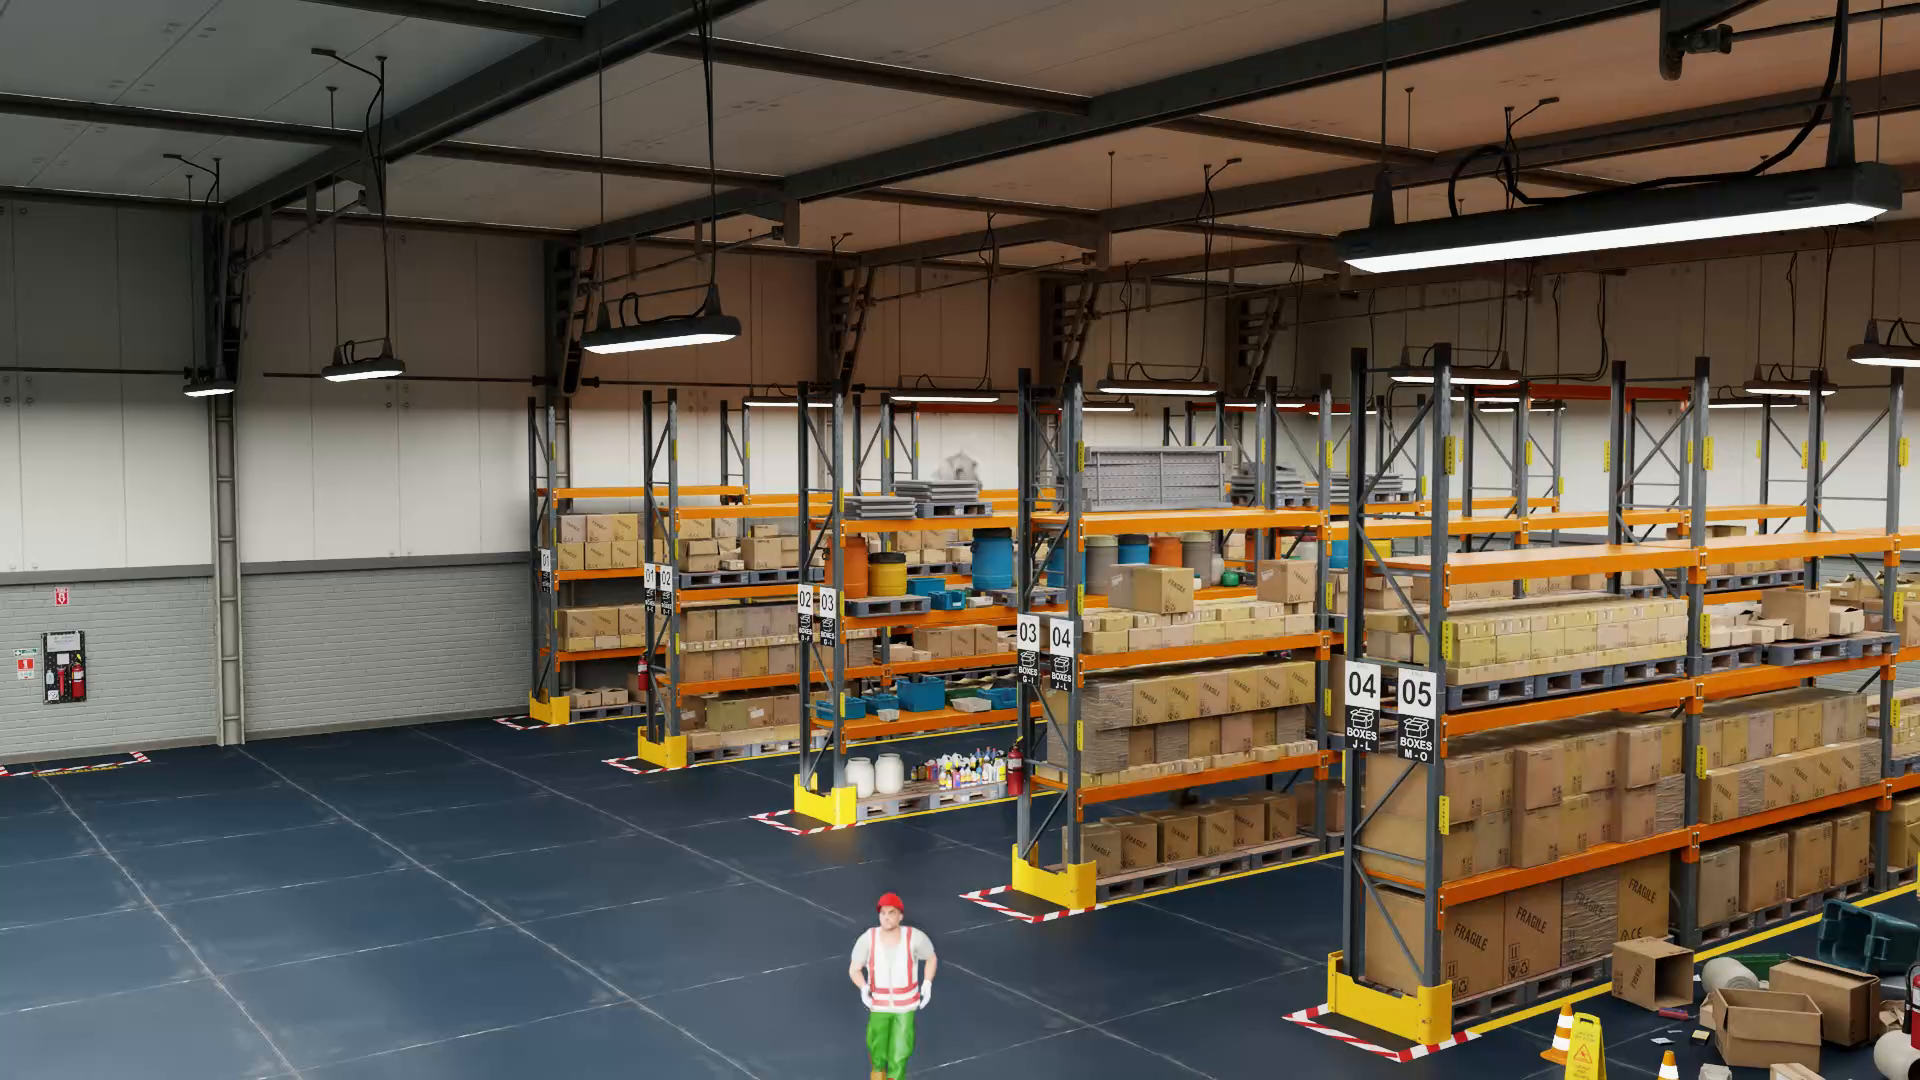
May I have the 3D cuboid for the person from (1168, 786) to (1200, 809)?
[{"bbox_3d":[3.001,3.006,21.929,0.711,1.743,0.756,3,5,43],"label":"person"}]

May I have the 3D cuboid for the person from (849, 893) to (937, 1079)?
[{"bbox_3d":[-0.507,3.541,12.622,0.664,1.781,0.886,0,3,2],"label":"person"}]

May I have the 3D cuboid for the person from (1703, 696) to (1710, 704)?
[{"bbox_3d":[10.365,2.992,23.270,0.650,1.625,0.513,-3,4,-39],"label":"person"}]
